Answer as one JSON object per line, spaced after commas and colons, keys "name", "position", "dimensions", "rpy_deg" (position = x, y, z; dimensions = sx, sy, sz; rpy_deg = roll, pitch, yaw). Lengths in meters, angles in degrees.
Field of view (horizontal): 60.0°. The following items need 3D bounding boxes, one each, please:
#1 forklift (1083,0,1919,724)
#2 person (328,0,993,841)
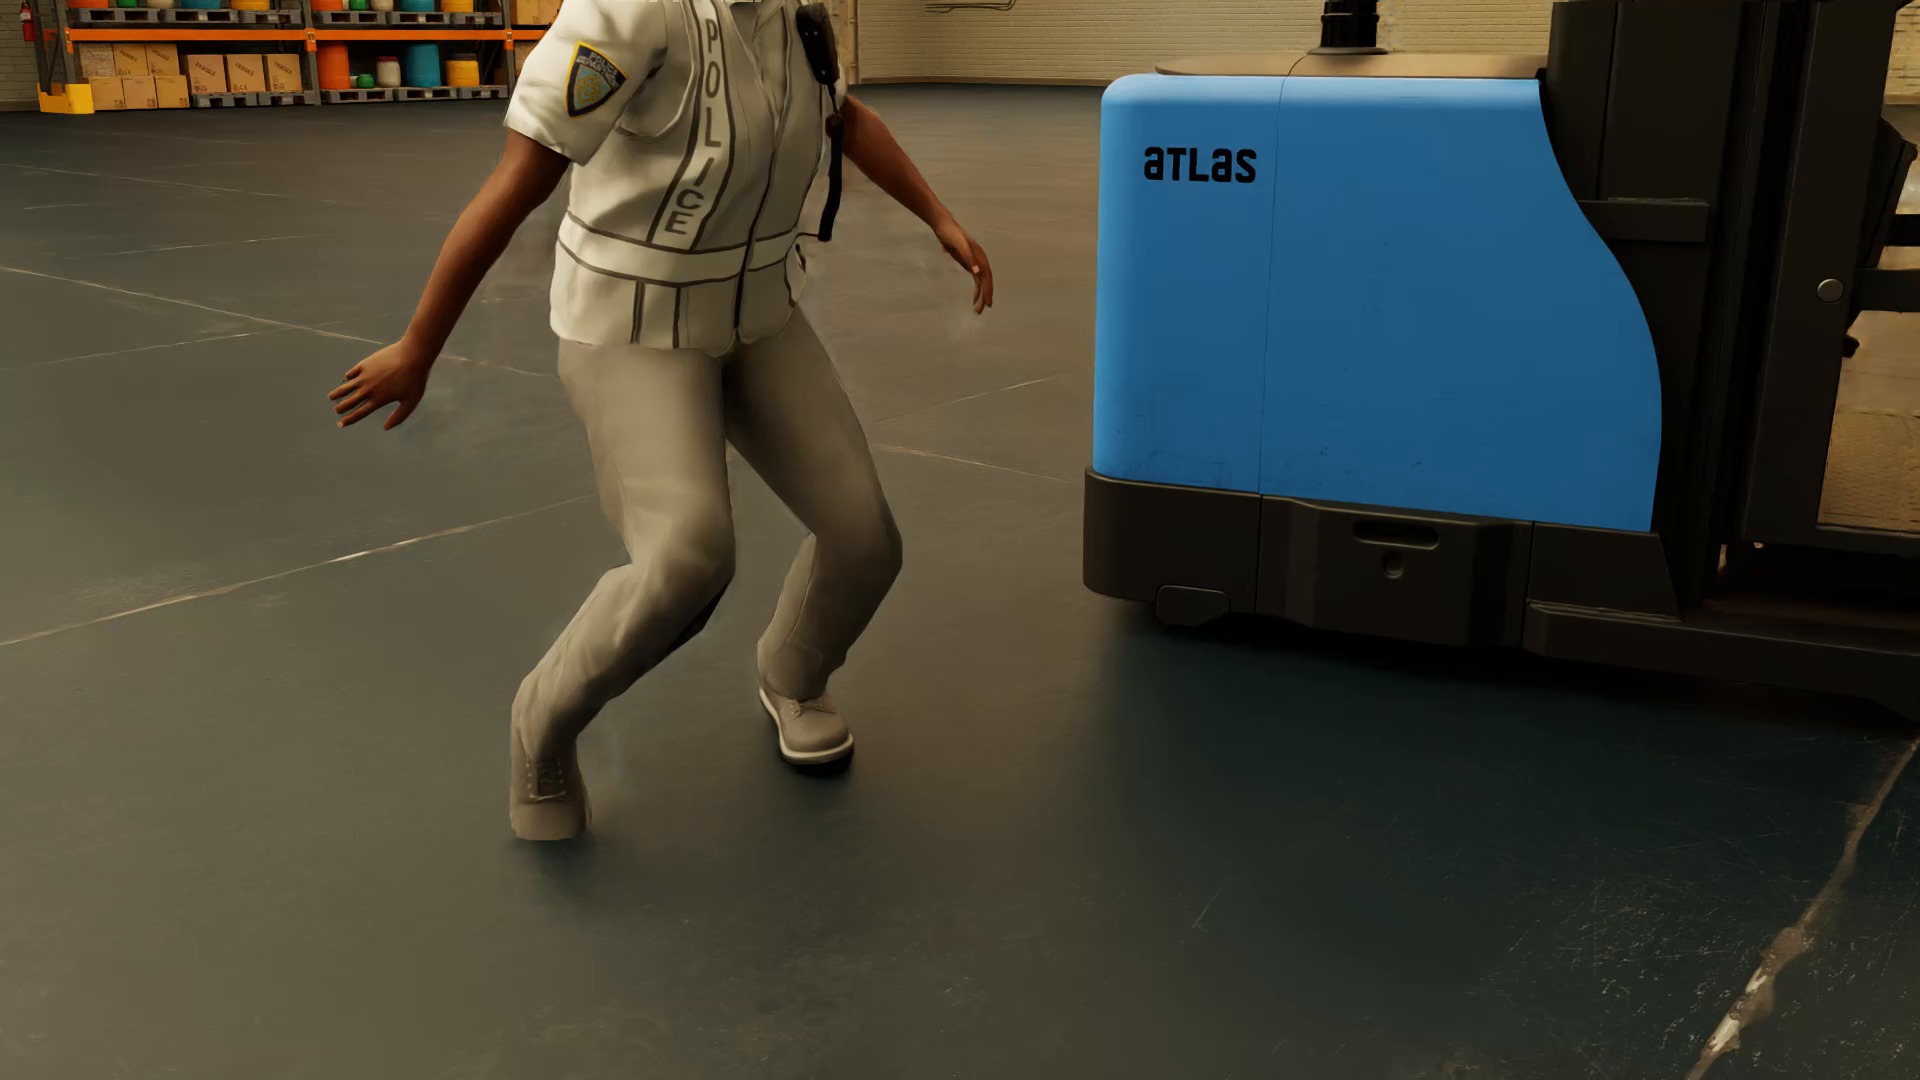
{"name": "forklift", "position": [1.820, -1.204, 2.864], "dimensions": [3.031, 2.935, 1.130], "rpy_deg": [7, 18, 21]}
{"name": "person", "position": [-0.386, -0.268, 2.383], "dimensions": [0.505, 1.542, 0.916], "rpy_deg": [14, 22, 38]}
